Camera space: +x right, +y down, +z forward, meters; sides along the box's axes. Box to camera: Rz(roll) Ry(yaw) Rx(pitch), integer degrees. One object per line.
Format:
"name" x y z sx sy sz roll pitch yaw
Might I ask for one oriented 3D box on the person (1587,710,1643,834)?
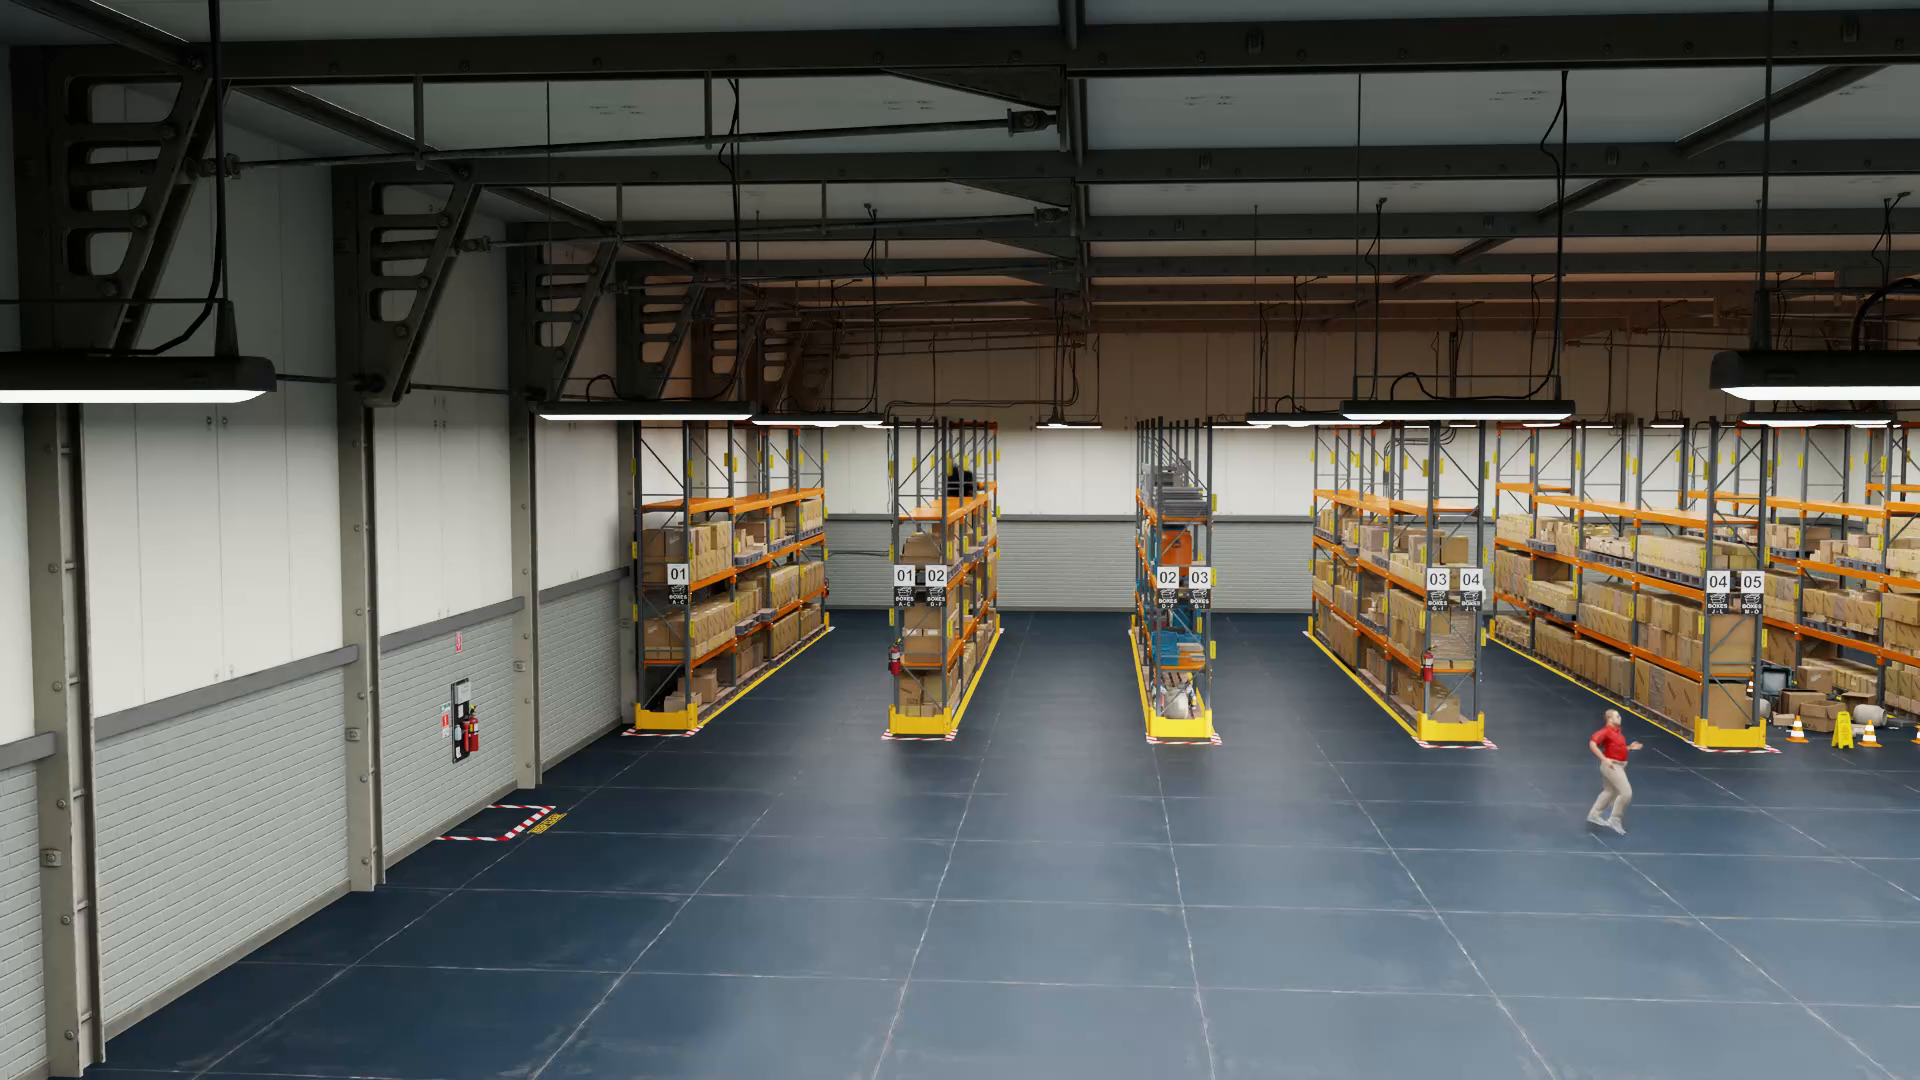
"person" 9.364 3.321 23.801 0.725 1.790 0.637 2 4 29

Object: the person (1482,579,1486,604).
"person" 14.625 1.822 47.147 0.461 1.636 0.633 -1 4 -20
